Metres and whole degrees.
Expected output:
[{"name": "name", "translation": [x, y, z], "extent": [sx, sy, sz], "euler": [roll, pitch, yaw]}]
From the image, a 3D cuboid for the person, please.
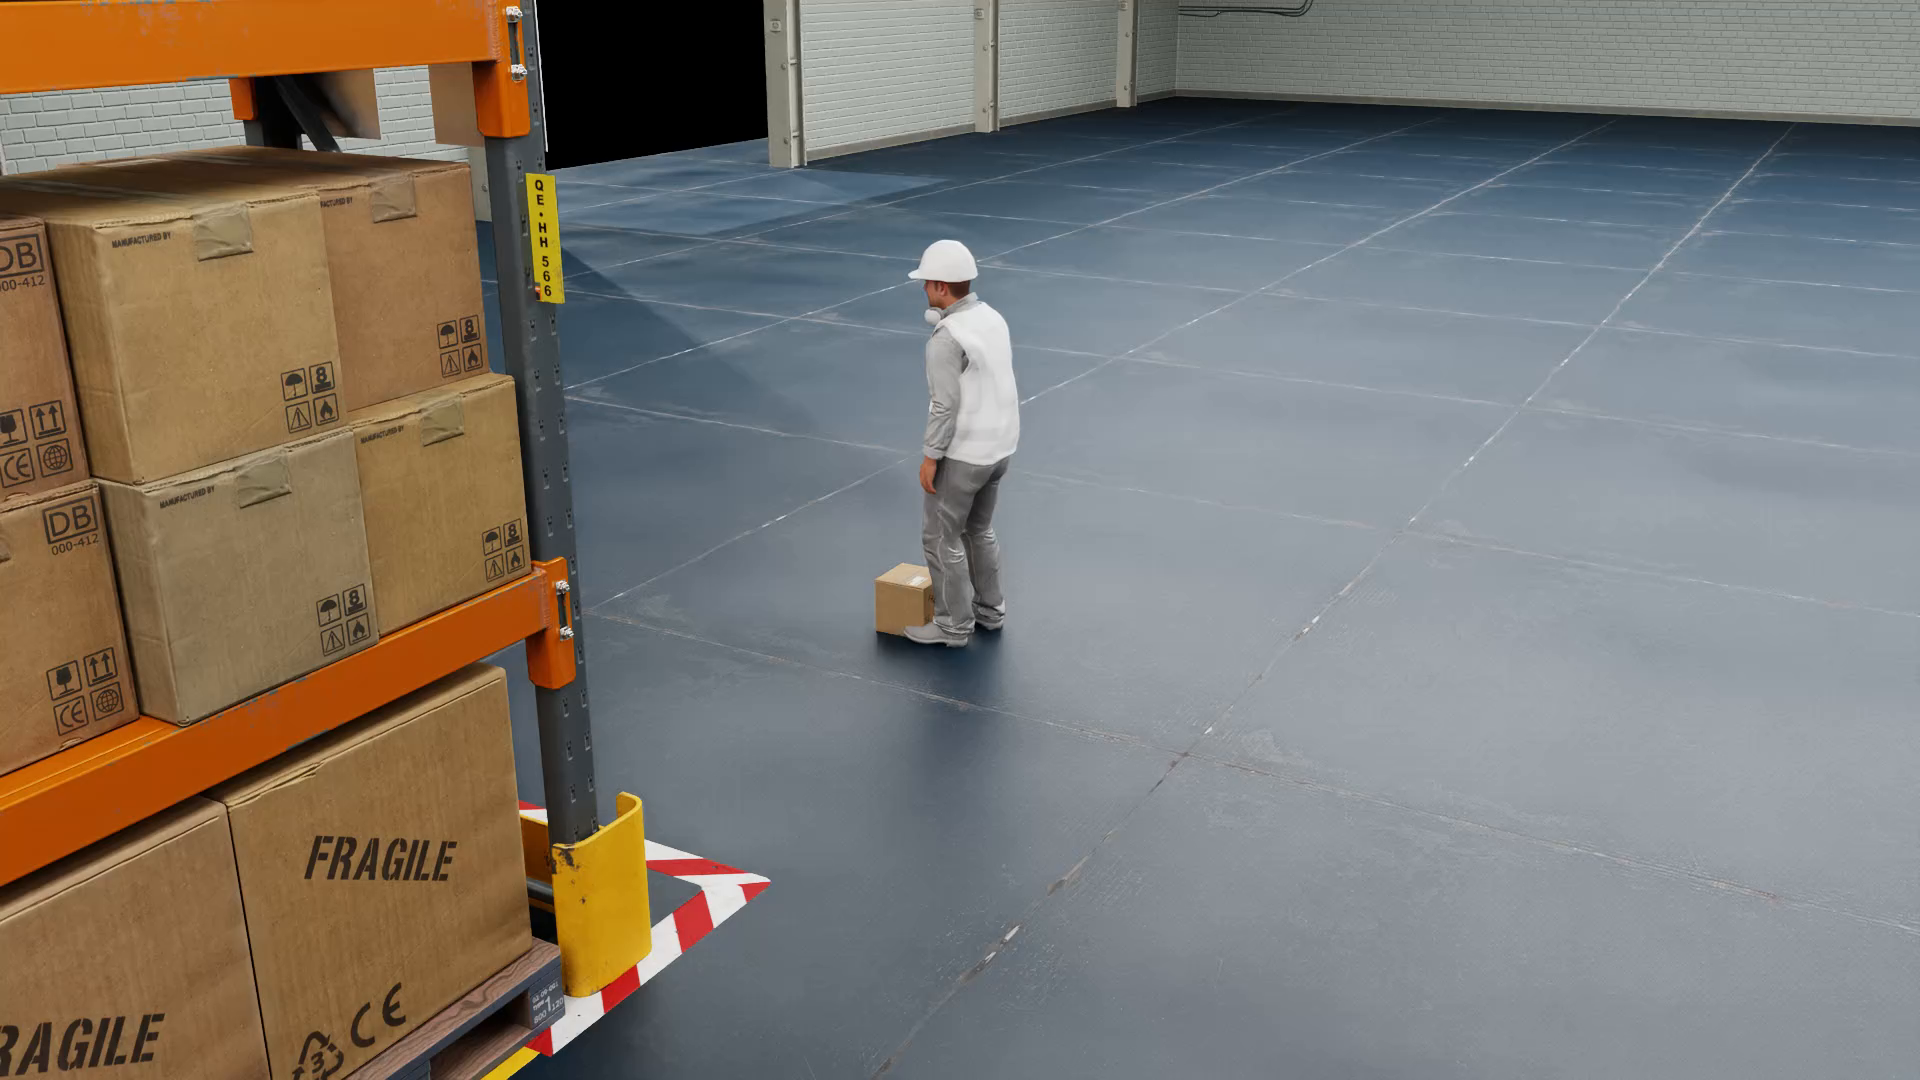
[{"name": "person", "translation": [0.012, -0.402, 7.177], "extent": [0.464, 1.771, 0.581], "euler": [10, 22, 27]}]
